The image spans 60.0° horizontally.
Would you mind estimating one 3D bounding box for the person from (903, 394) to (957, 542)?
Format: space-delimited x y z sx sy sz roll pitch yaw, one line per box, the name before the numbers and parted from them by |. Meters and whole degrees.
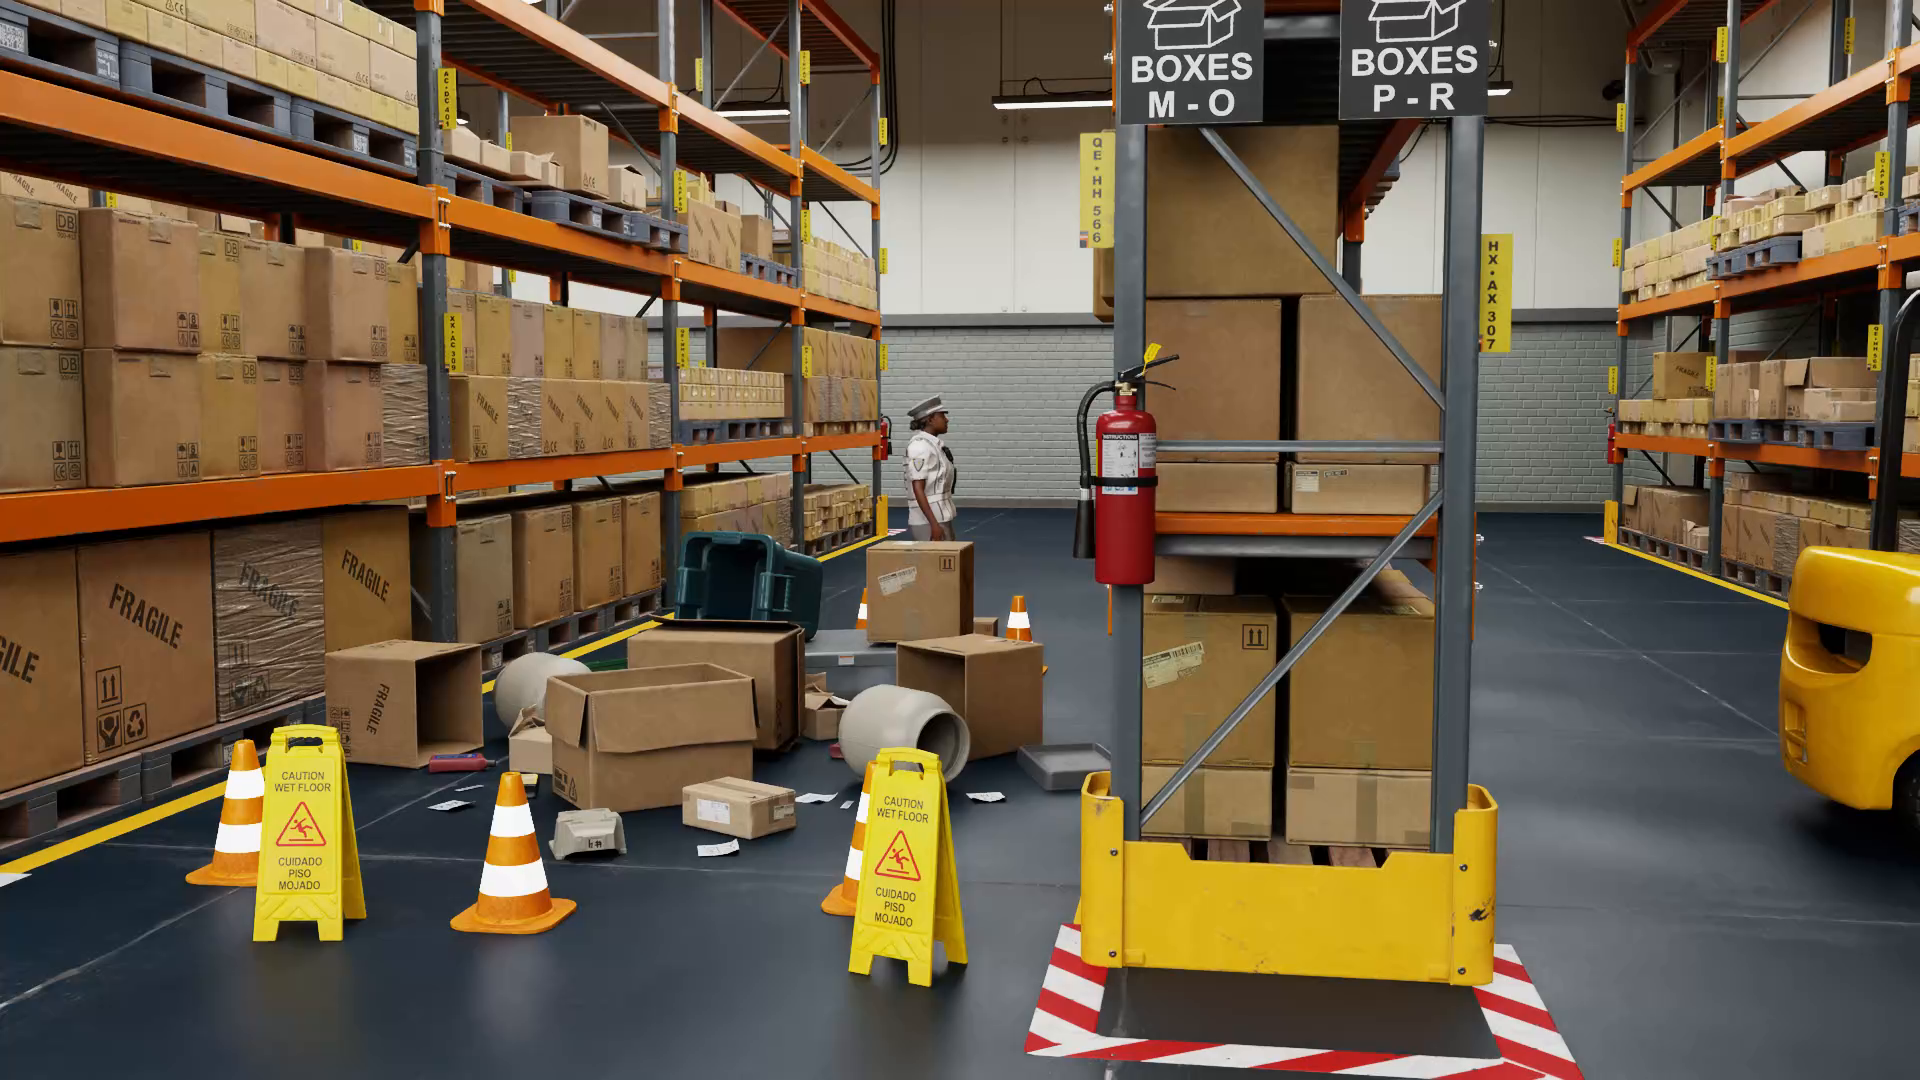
person | -0.099 -0.088 10.676 0.528 1.695 0.569 1 5 9
